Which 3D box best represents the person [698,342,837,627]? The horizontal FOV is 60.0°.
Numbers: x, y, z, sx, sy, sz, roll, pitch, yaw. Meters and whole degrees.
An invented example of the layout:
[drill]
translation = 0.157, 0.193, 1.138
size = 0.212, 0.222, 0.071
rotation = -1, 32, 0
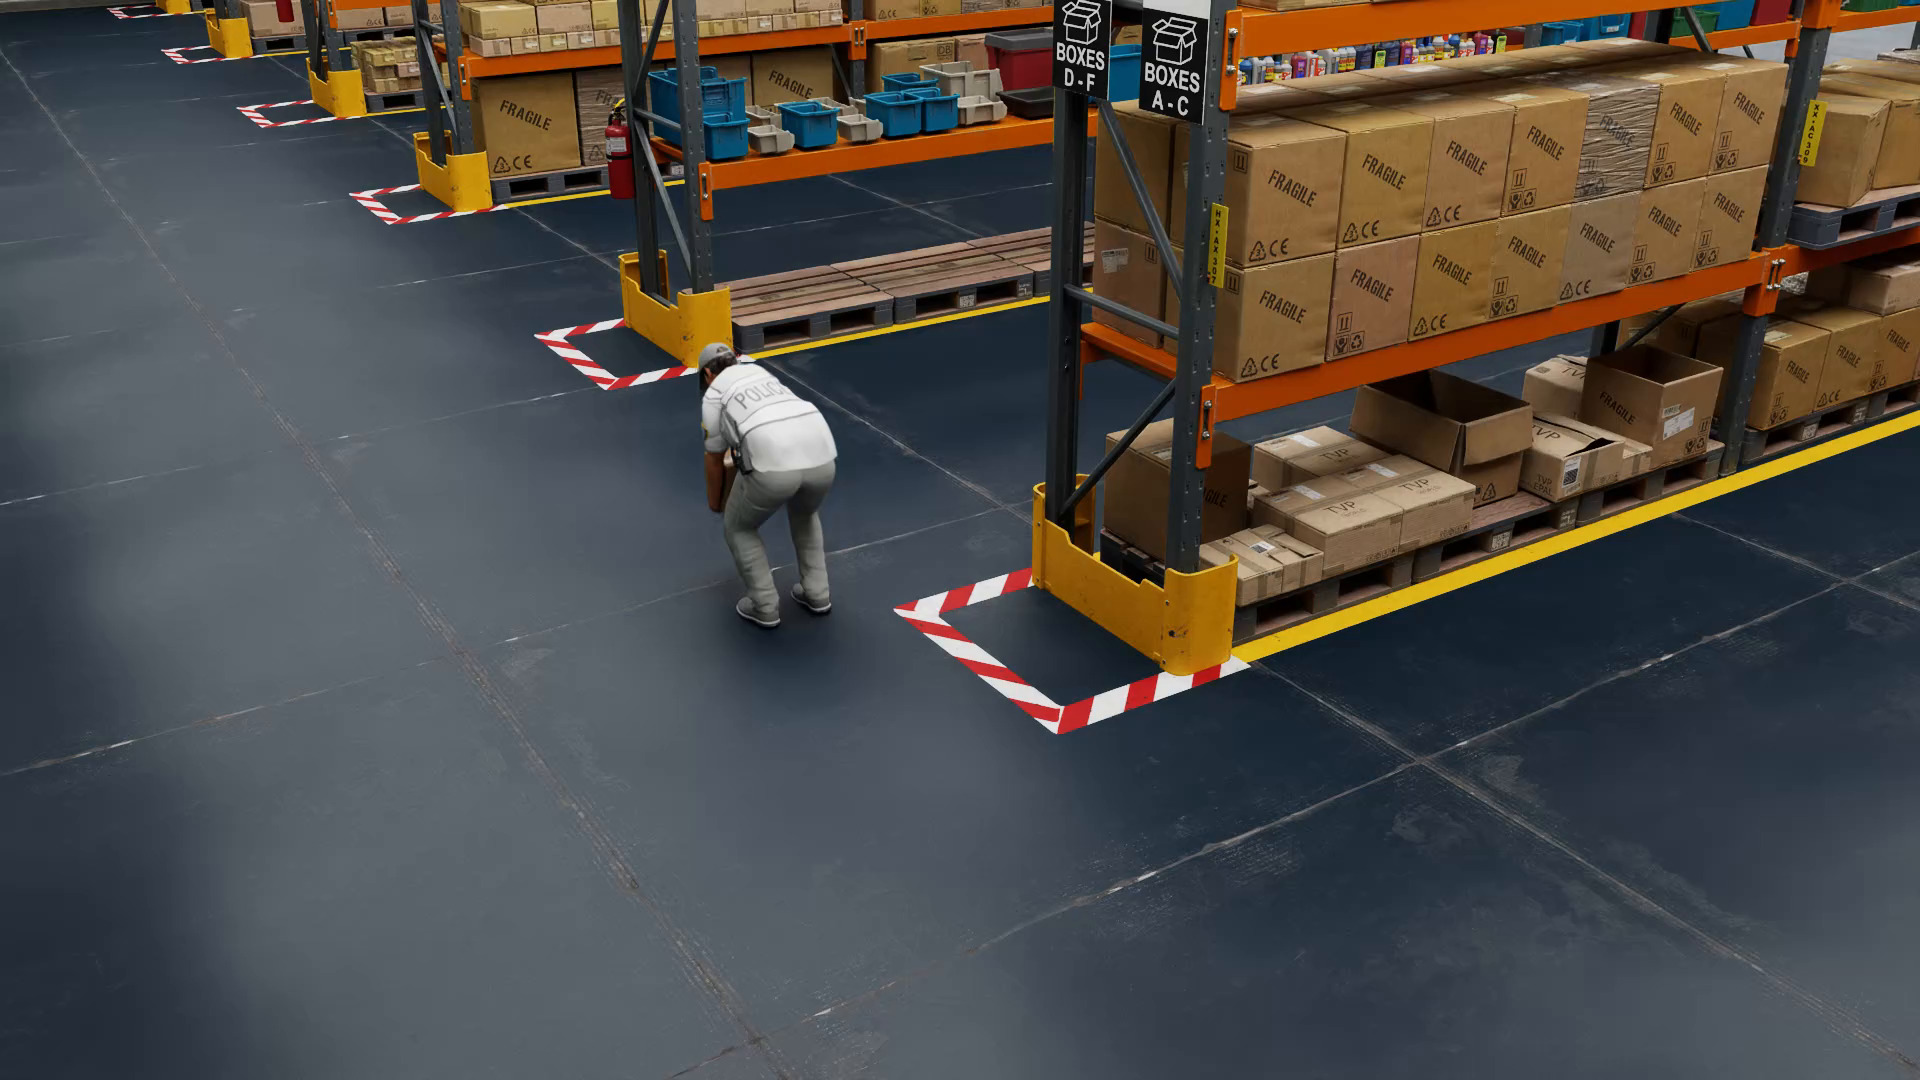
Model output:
[person]
translation = -0.935, -0.264, 7.825
size = 0.484, 1.201, 0.908
rotation = -17, 30, -31
